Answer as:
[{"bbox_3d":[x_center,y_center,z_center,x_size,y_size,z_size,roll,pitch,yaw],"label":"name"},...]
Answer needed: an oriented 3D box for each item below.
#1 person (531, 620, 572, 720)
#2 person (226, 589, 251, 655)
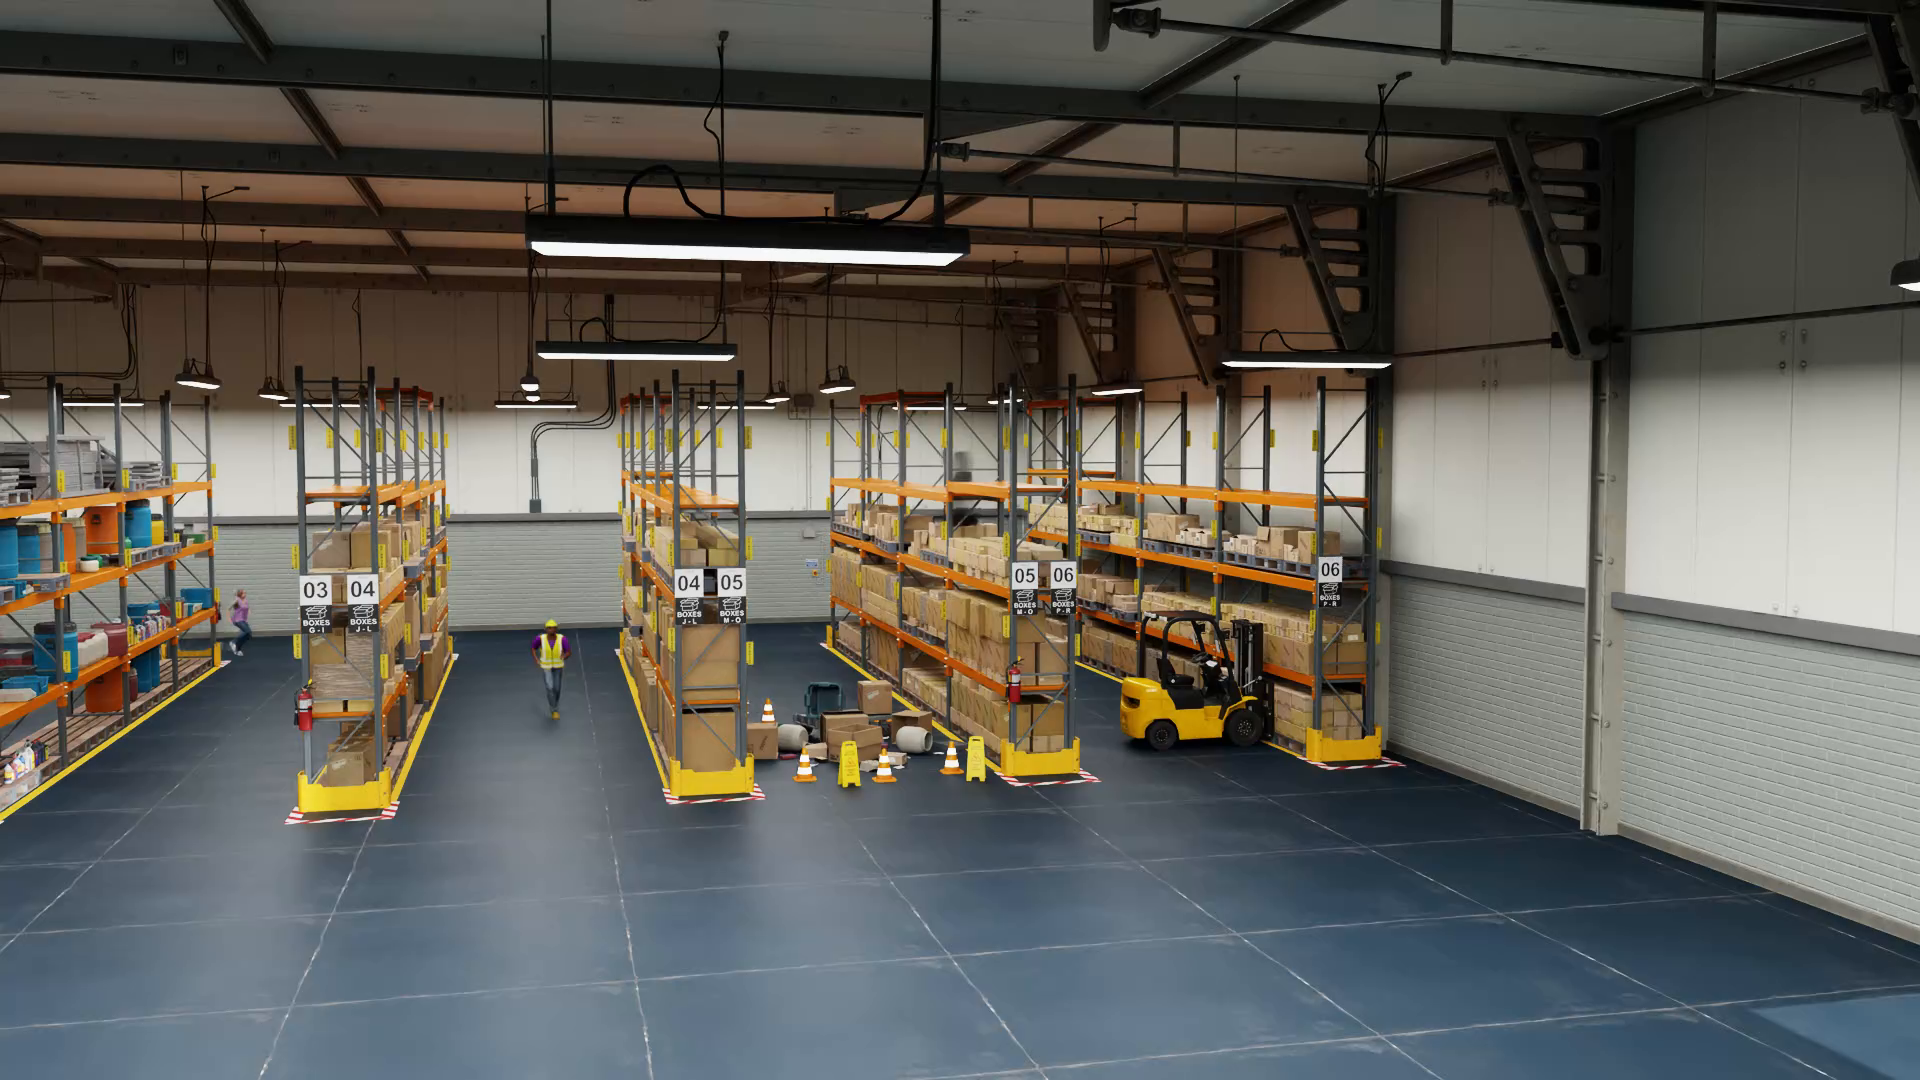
[{"bbox_3d":[-7.380,2.318,30.068,0.705,1.765,0.889,-1,4,-20],"label":"person"},{"bbox_3d":[-16.811,1.924,38.890,0.507,1.553,0.636,0,3,3],"label":"person"}]
